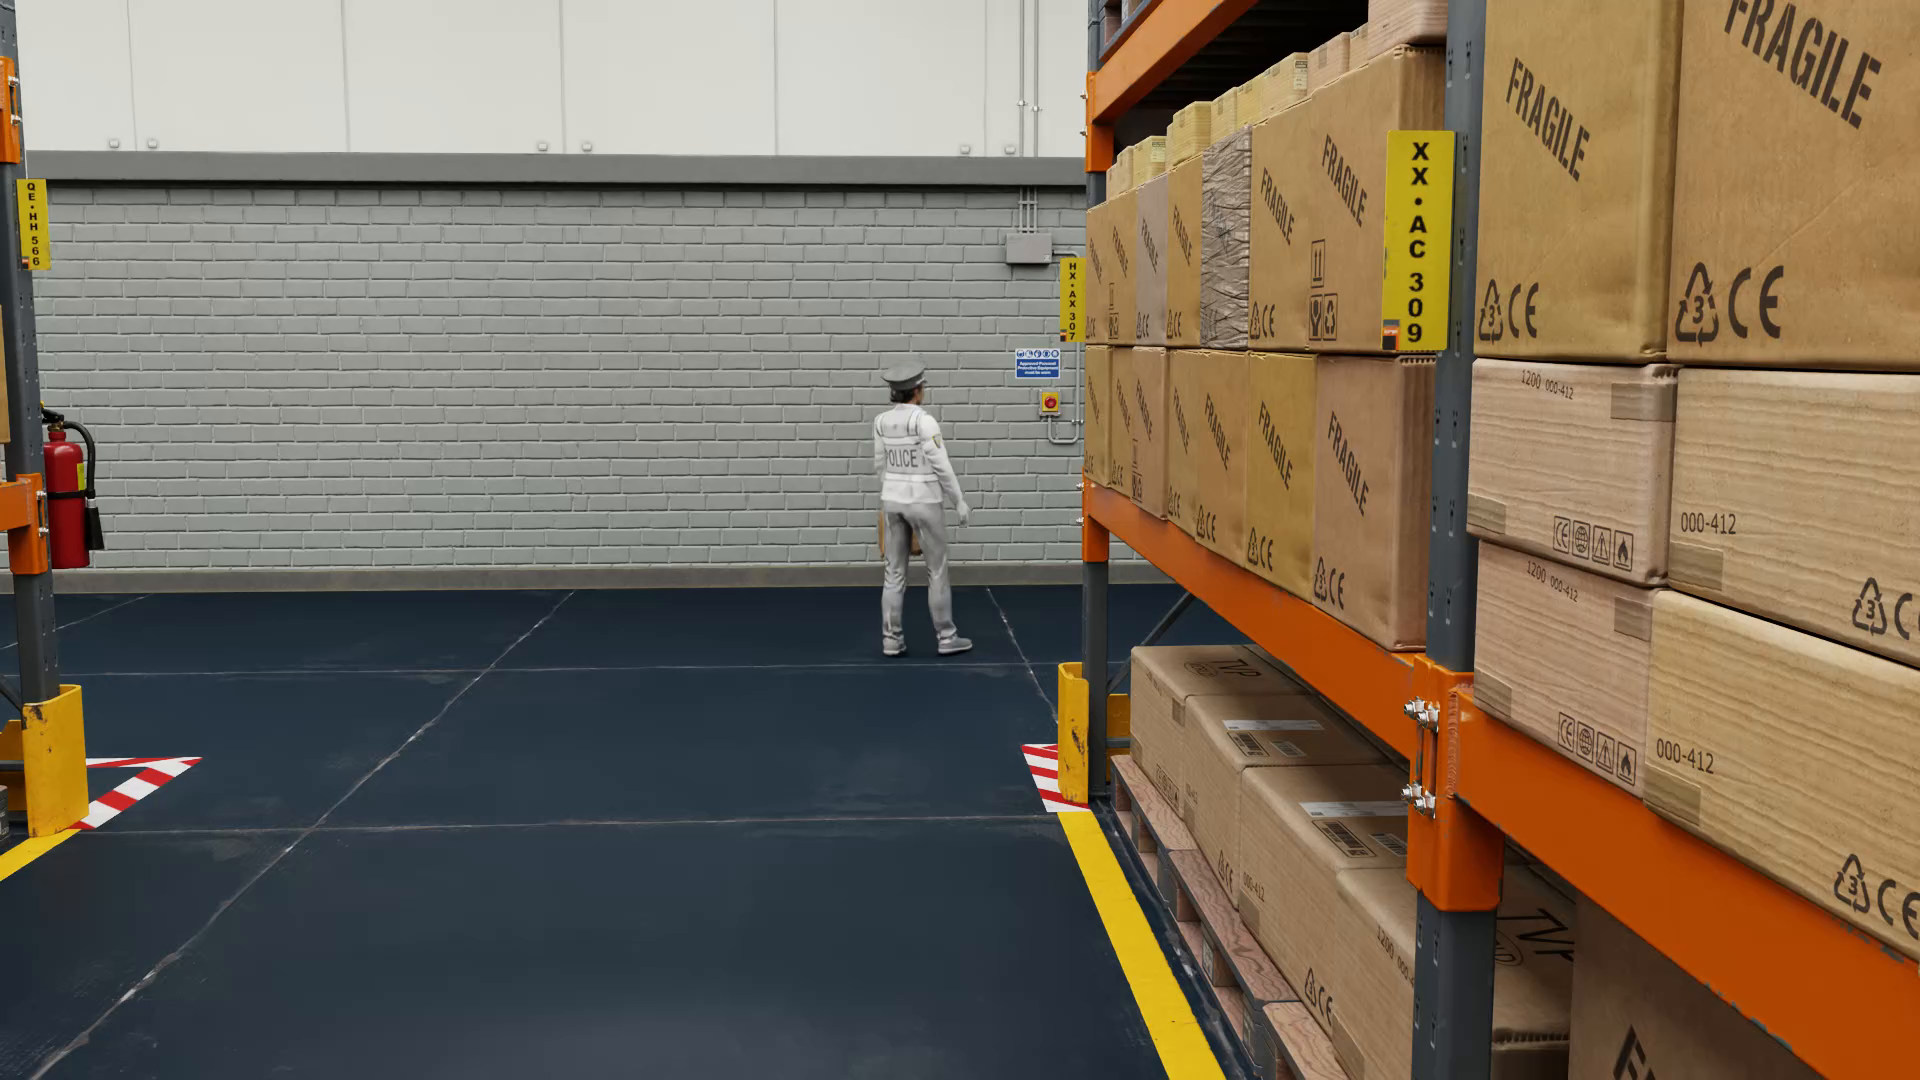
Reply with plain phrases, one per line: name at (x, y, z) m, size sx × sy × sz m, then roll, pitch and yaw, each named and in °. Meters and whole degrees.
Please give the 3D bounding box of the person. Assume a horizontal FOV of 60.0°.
person at (-0.225, -0.190, 9.579) m, size 0.543 × 1.691 × 0.516 m, roll 5°, pitch 9°, yaw 36°
